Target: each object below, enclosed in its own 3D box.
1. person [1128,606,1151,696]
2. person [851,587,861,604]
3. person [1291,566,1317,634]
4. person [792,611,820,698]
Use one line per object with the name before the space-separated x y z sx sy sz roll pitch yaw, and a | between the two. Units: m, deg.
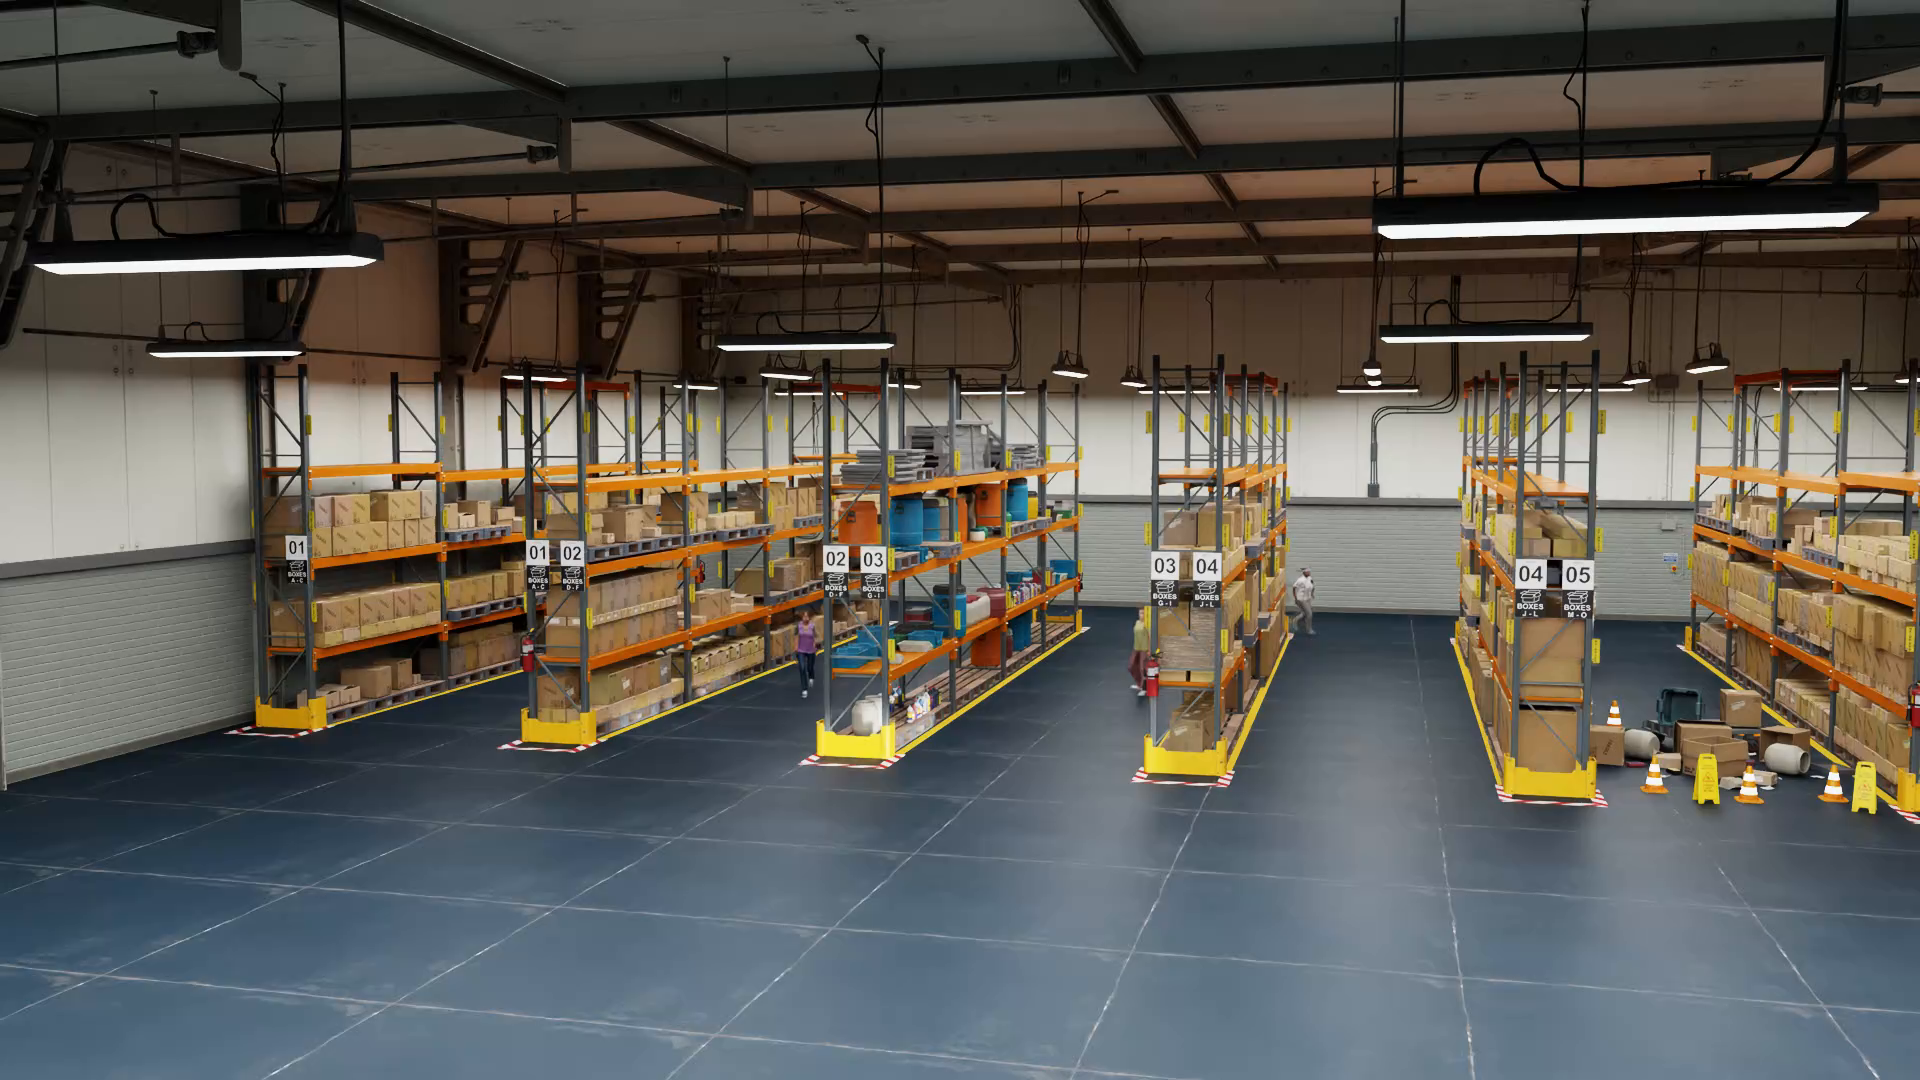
person | 3.395 2.055 30.859 0.442 1.699 0.565 -4 5 -42
person | -2.537 1.274 42.938 0.696 1.590 0.570 0 4 0
person | 8.211 1.434 39.977 0.712 1.661 0.578 4 5 44
person | -2.857 2.086 30.900 0.520 1.590 0.847 0 4 -2
